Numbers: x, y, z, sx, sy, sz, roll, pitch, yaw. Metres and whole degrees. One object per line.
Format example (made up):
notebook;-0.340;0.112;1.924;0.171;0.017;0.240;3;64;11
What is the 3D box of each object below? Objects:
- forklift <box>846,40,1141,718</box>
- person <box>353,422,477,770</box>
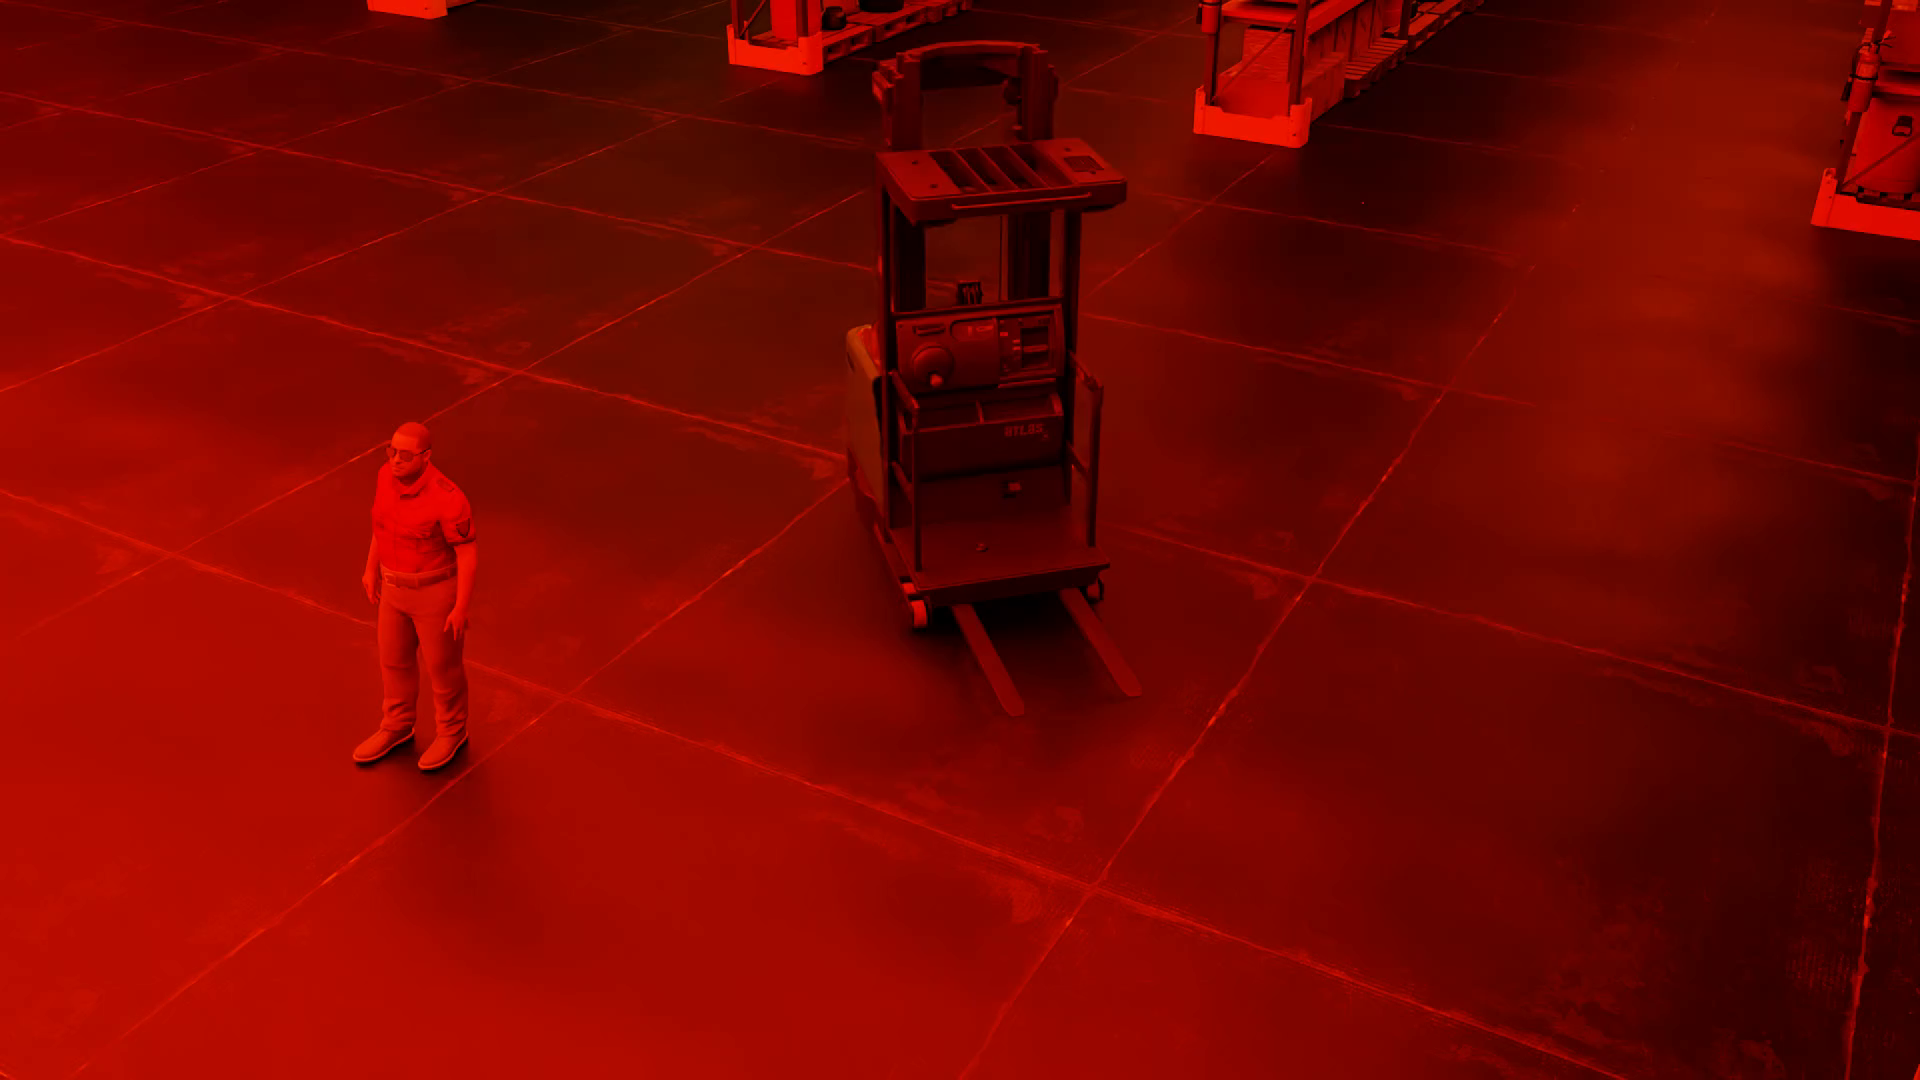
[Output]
forklift;0.174;-0.992;8.789;1.130;2.935;3.031;-8;31;-13
person;-2.578;0.286;7.763;0.640;1.727;0.551;16;33;25
